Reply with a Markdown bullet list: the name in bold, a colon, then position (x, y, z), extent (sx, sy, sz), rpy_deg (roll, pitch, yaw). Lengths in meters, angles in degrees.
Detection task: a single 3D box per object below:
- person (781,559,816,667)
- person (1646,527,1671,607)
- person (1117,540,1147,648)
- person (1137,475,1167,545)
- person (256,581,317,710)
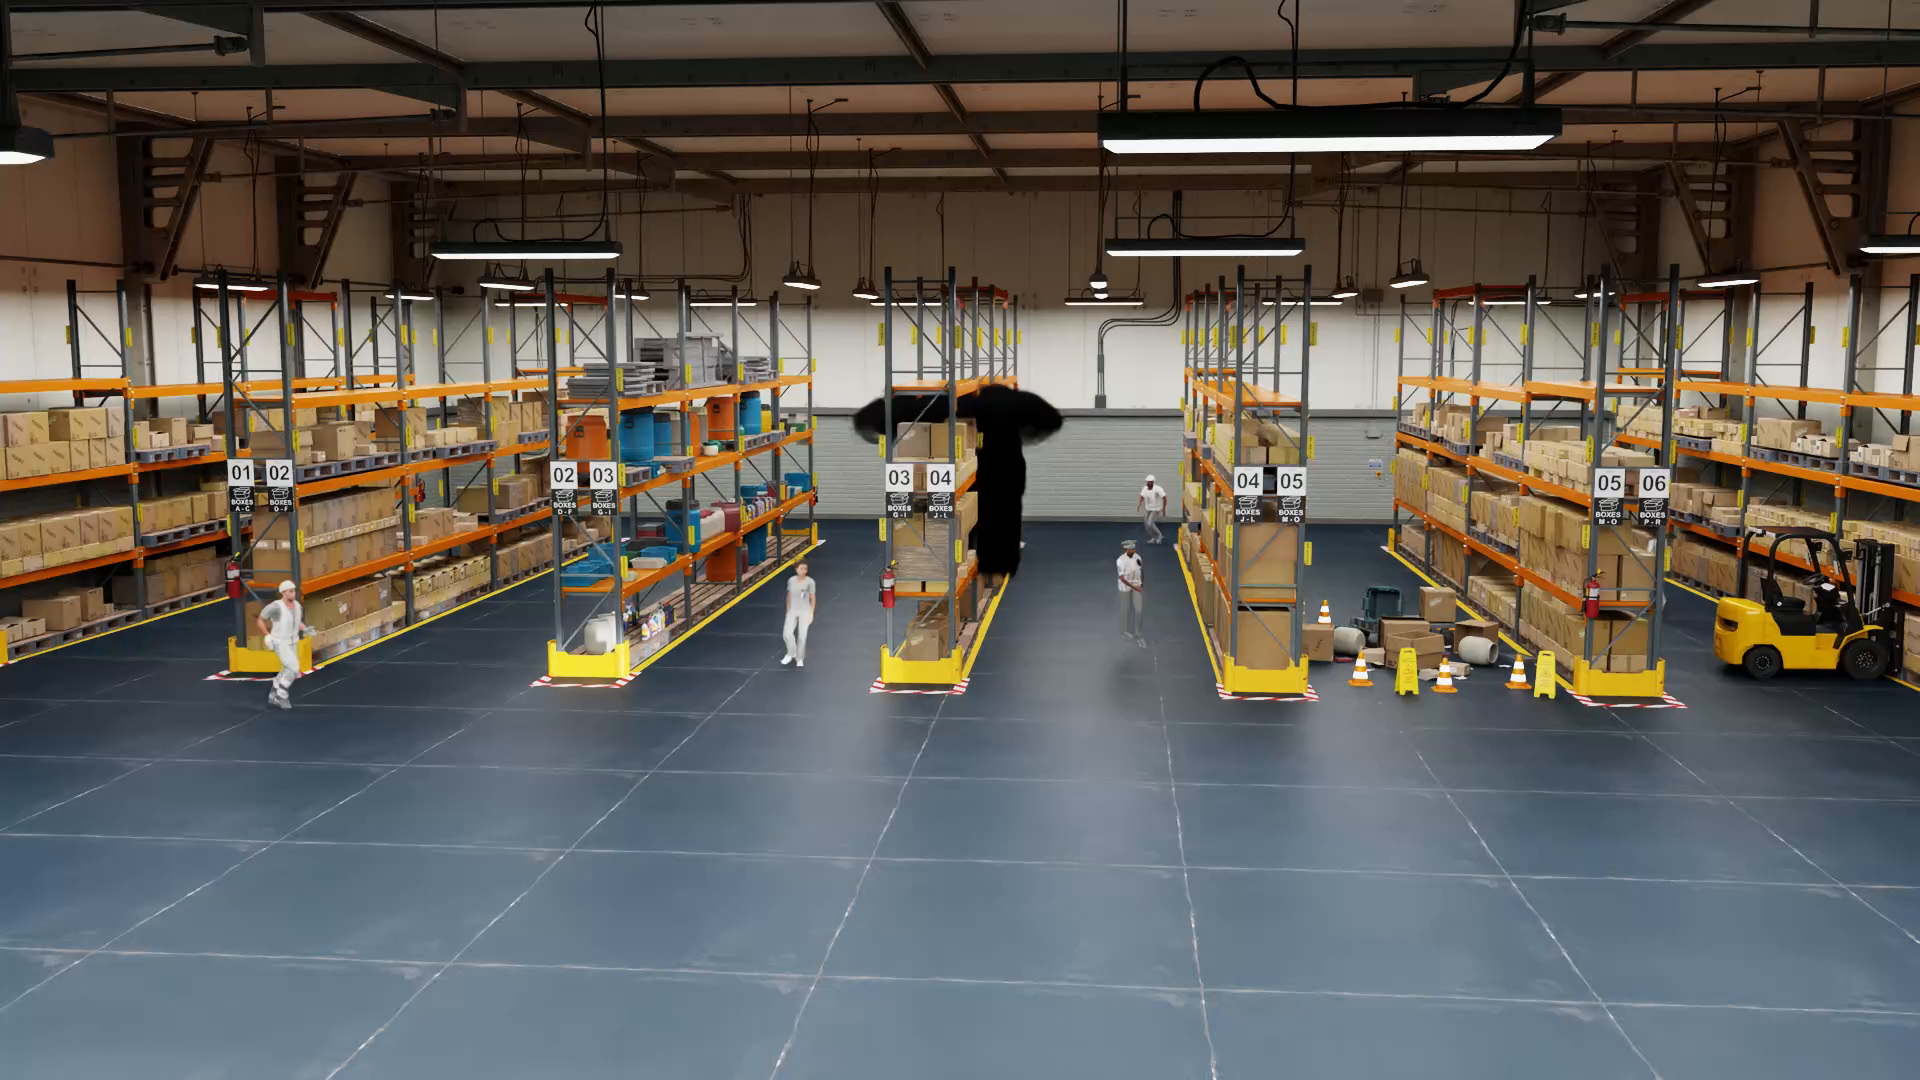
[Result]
- **person**: position (-2.453, 1.109, 25.210), extent (0.552, 1.654, 0.498), rpy_deg (1, 7, 5)
- **person**: position (12.724, 0.550, 30.363), extent (0.566, 1.578, 0.846), rpy_deg (-1, 7, -9)
- **person**: position (2.698, 0.826, 26.276), extent (0.481, 1.700, 0.674), rpy_deg (0, 7, -2)
- **person**: position (4.658, -0.737, 40.322), extent (0.558, 1.696, 0.775), rpy_deg (-5, 9, -36)
- **person**: position (-9.099, 1.423, 22.450), extent (0.778, 1.772, 0.609), rpy_deg (3, 7, 21)
